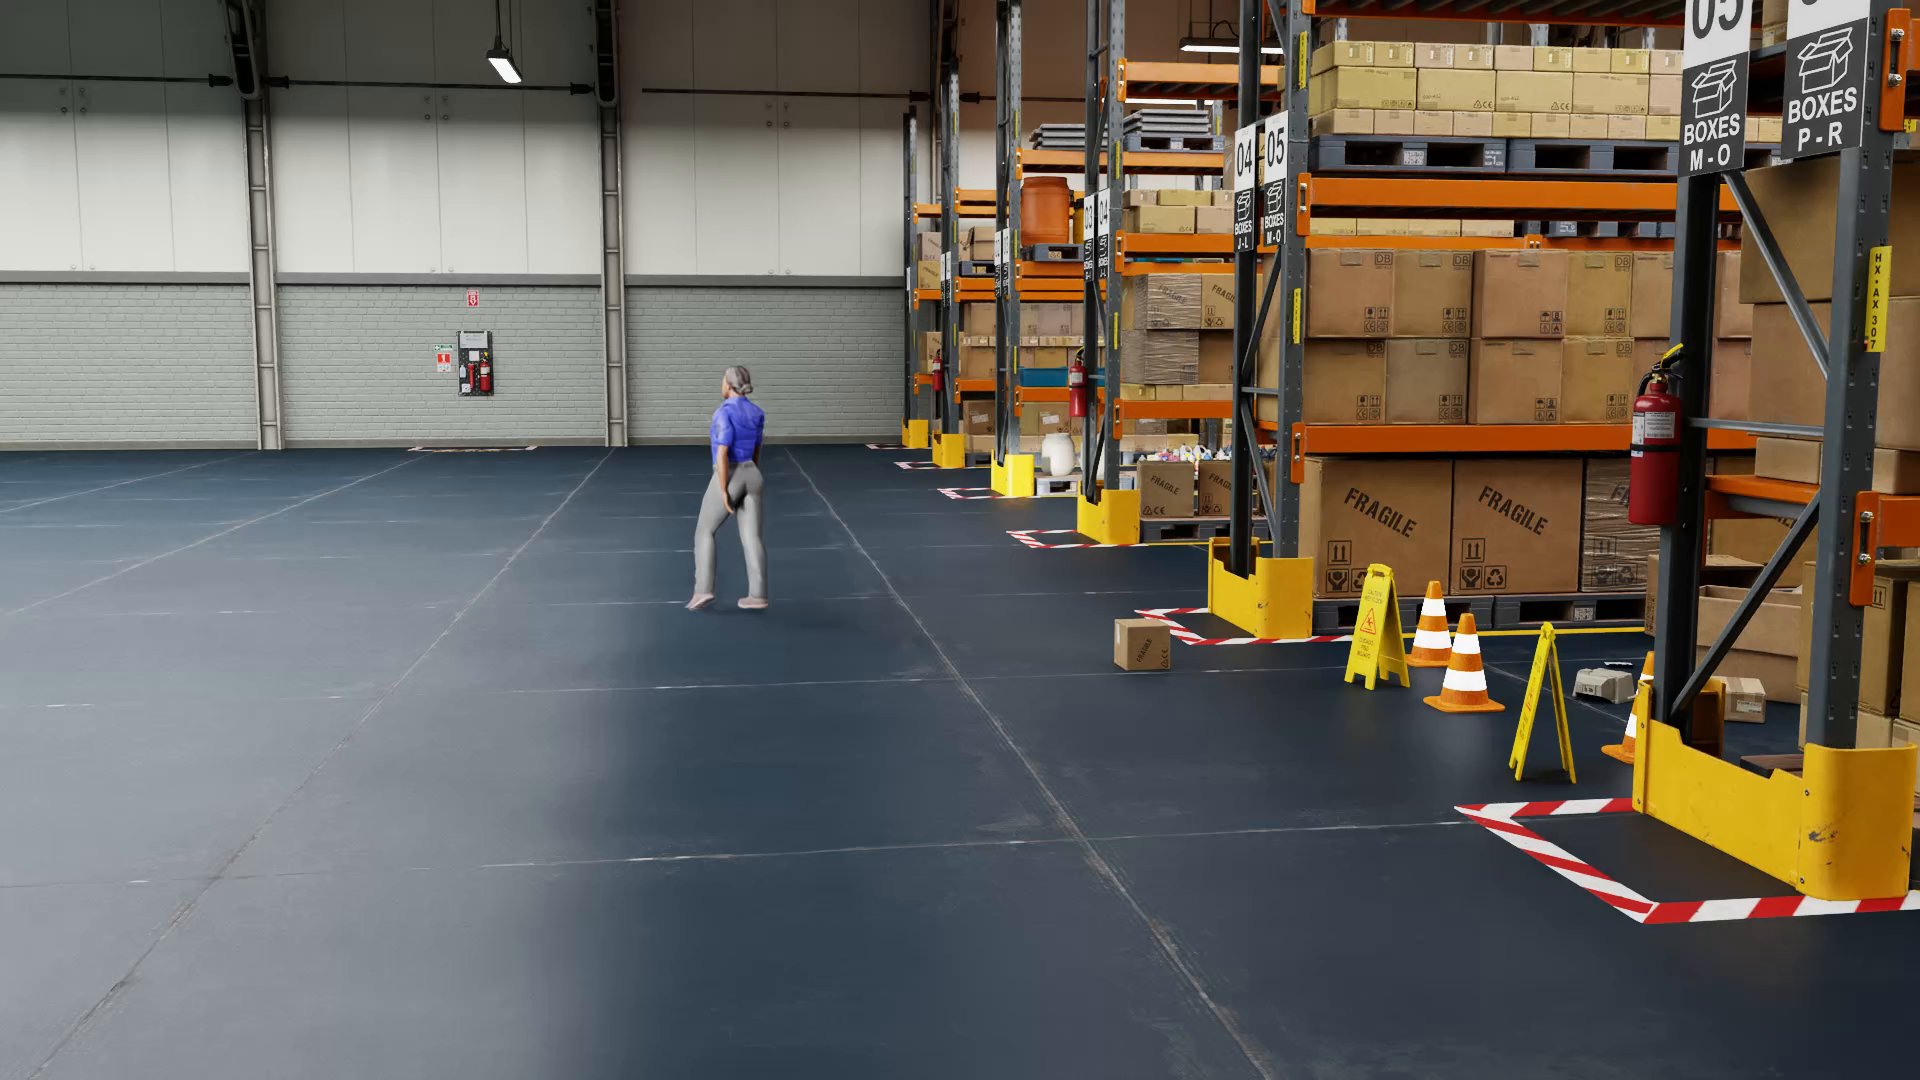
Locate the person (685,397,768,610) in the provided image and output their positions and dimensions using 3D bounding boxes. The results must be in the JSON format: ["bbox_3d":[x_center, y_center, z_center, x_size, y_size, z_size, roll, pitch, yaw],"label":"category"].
[{"bbox_3d":[-1.556,-0.225,11.297,0.437,1.499,0.655,-6,9,-44],"label":"person"}]
